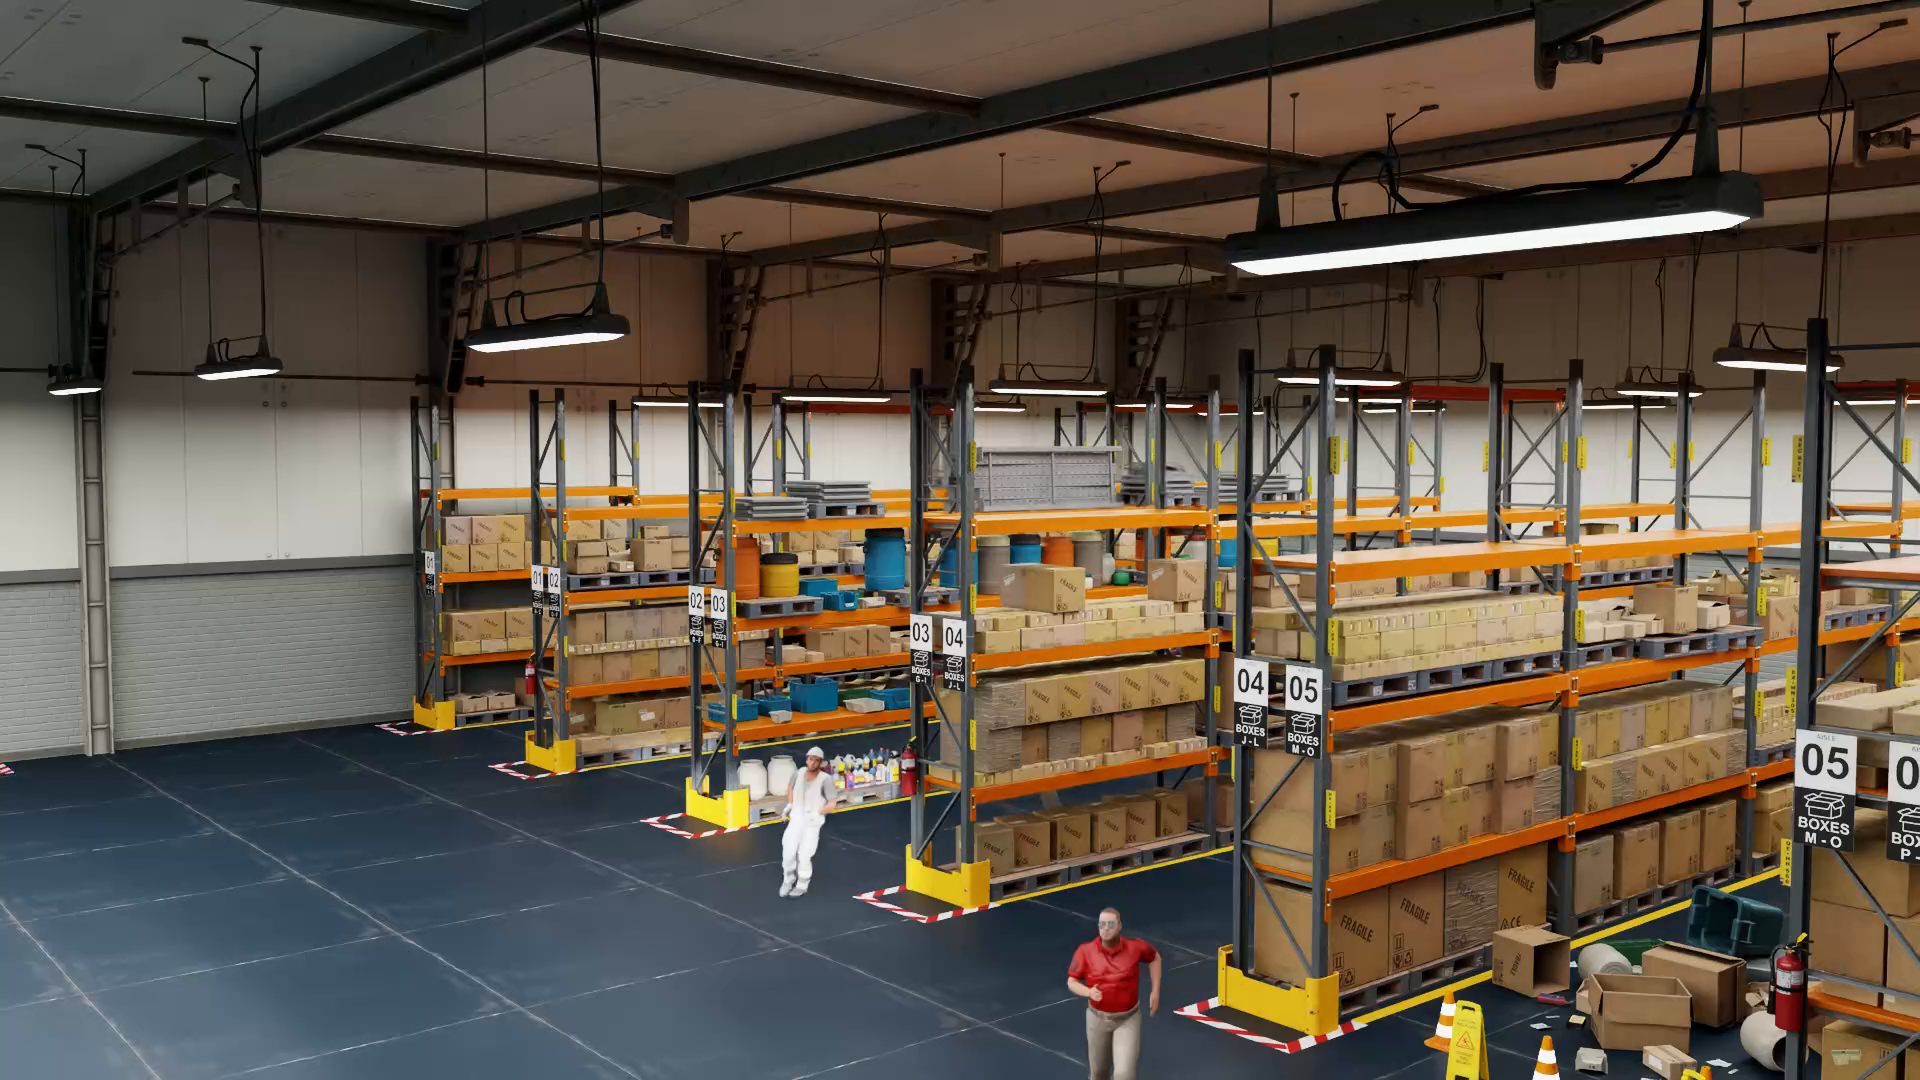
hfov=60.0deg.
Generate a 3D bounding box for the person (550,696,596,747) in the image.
[{"bbox_3d":[-6.492,2.585,28.219,0.980,1.803,0.693,-3,5,-45],"label":"person"}]

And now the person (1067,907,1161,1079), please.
[{"bbox_3d":[1.140,3.587,12.310,0.672,1.788,0.924,1,3,11],"label":"person"}]

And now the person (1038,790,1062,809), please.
[{"bbox_3d":[1.167,2.976,22.329,0.752,1.847,0.650,-3,4,-41],"label":"person"}]

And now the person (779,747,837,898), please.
[{"bbox_3d":[-1.725,3.185,18.705,0.695,1.735,0.602,1,3,12],"label":"person"}]
